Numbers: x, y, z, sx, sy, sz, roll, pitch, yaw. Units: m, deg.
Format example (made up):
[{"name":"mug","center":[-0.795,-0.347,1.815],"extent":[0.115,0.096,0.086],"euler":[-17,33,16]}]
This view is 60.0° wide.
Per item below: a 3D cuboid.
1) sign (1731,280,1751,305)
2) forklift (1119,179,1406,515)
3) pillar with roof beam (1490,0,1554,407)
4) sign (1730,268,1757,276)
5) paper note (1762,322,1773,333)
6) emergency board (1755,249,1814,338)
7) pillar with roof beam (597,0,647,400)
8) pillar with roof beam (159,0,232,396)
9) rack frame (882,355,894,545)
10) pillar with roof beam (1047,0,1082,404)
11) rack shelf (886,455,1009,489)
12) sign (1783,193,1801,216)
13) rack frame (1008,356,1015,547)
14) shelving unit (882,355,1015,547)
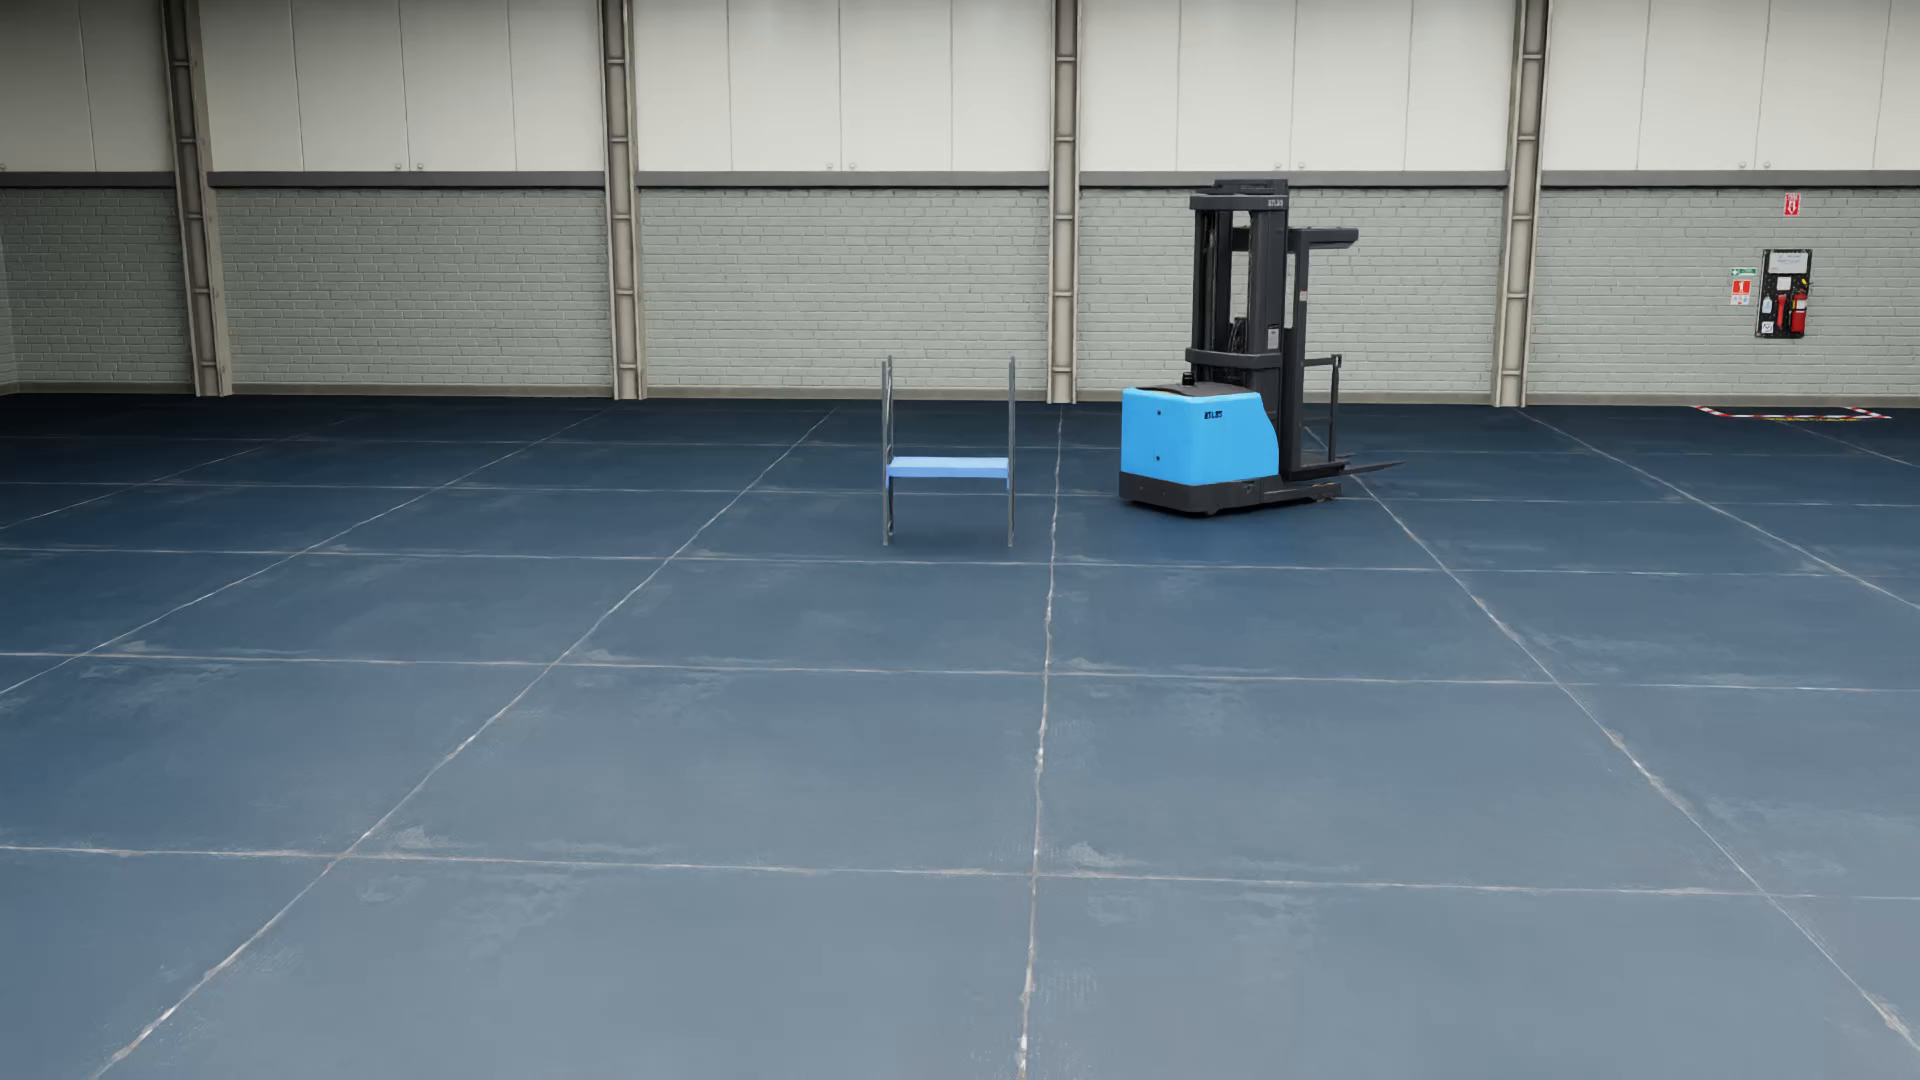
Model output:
[{"name":"sign","center":[10.360,-3.285,22.059],"extent":[0.234,0.329,0.001],"euler":[1,12,4]},{"name":"forklift","center":[2.962,-1.864,15.522],"extent":[3.031,2.935,1.130],"euler":[-8,14,-34]},{"name":"pillar with roof beam","center":[7.094,-5.336,17.301],"extent":[0.400,9.000,9.100],"euler":[1,12,4]},{"name":"sign","center":[10.364,-3.543,21.996],"extent":[0.331,0.109,0.001],"euler":[1,12,4]},{"name":"paper note","center":[10.733,-2.824,22.095],"extent":[0.142,0.148,0.016],"euler":[1,12,4]},{"name":"emergency board","center":[10.905,-3.239,21.926],"extent":[0.643,1.169,0.194],"euler":[1,12,4]},{"name":"pillar with roof beam","center":[-4.879,-5.501,18.086],"extent":[0.400,9.000,9.100],"euler":[1,12,4]},{"name":"pillar with roof beam","center":[-10.866,-5.583,18.478],"extent":[0.400,9.000,9.100],"euler":[1,12,4]},{"name":"rack frame","center":[-0.592,-0.742,13.653],"extent":[0.032,1.500,0.500],"euler":[1,12,4]},{"name":"pillar with roof beam","center":[1.107,-5.418,17.693],"extent":[0.400,9.000,9.100],"euler":[1,12,4]},{"name":"rack shelf","center":[-0.085,-0.559,13.657],"extent":[1.000,0.185,0.538],"euler":[1,12,4]},{"name":"sign","center":[10.904,-4.394,21.786],"extent":[0.199,0.298,0.001],"euler":[1,12,4]},{"name":"rack frame","center":[0.422,-0.728,13.587],"extent":[0.032,1.500,0.500],"euler":[1,12,4]},{"name":"shelving unit","center":[-0.085,-0.735,13.620],"extent":[1.048,1.500,0.538],"euler":[1,12,4]}]
